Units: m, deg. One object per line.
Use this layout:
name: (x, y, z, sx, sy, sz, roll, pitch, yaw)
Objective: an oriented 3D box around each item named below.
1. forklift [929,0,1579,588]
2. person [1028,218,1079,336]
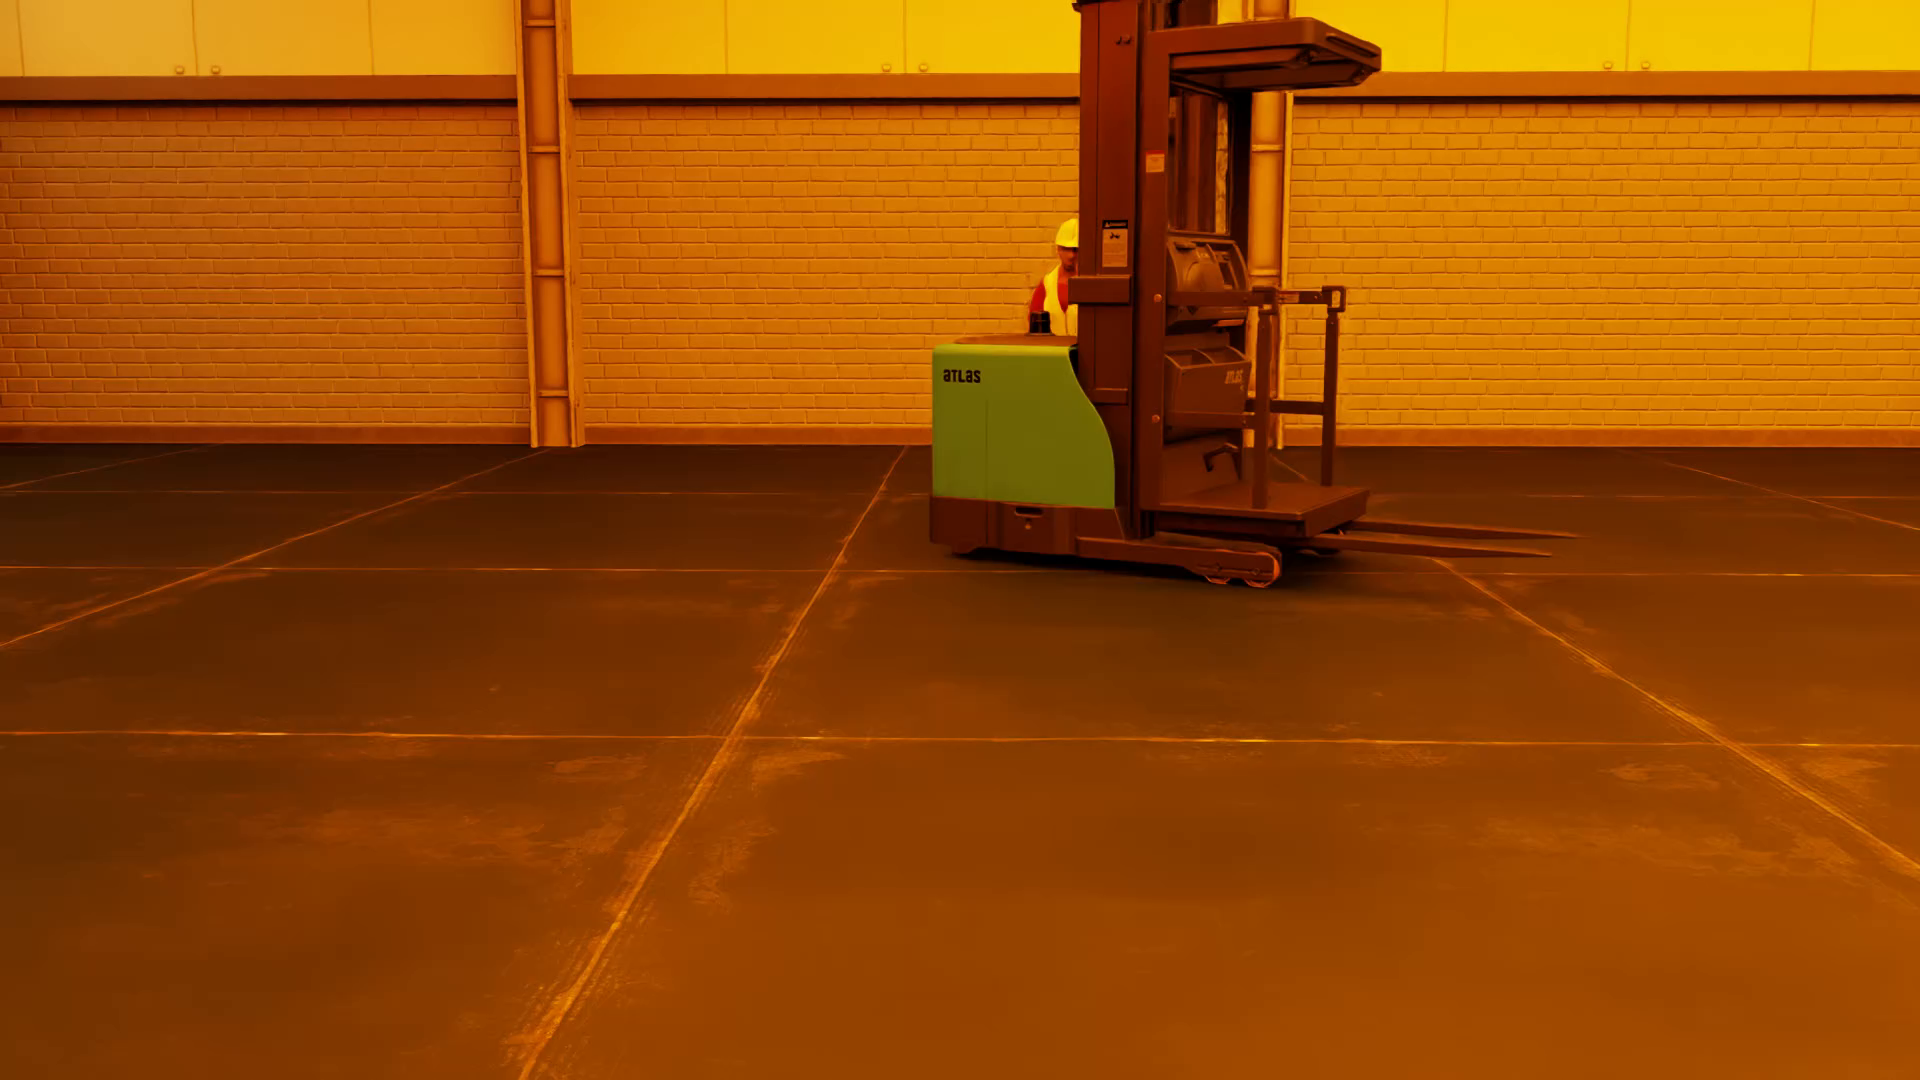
forklift: (1.378, -1.321, 7.943, 3.031, 2.935, 1.130, 5, 10, 30)
person: (0.674, -0.955, 9.518, 0.805, 1.737, 0.440, 5, 10, 28)
